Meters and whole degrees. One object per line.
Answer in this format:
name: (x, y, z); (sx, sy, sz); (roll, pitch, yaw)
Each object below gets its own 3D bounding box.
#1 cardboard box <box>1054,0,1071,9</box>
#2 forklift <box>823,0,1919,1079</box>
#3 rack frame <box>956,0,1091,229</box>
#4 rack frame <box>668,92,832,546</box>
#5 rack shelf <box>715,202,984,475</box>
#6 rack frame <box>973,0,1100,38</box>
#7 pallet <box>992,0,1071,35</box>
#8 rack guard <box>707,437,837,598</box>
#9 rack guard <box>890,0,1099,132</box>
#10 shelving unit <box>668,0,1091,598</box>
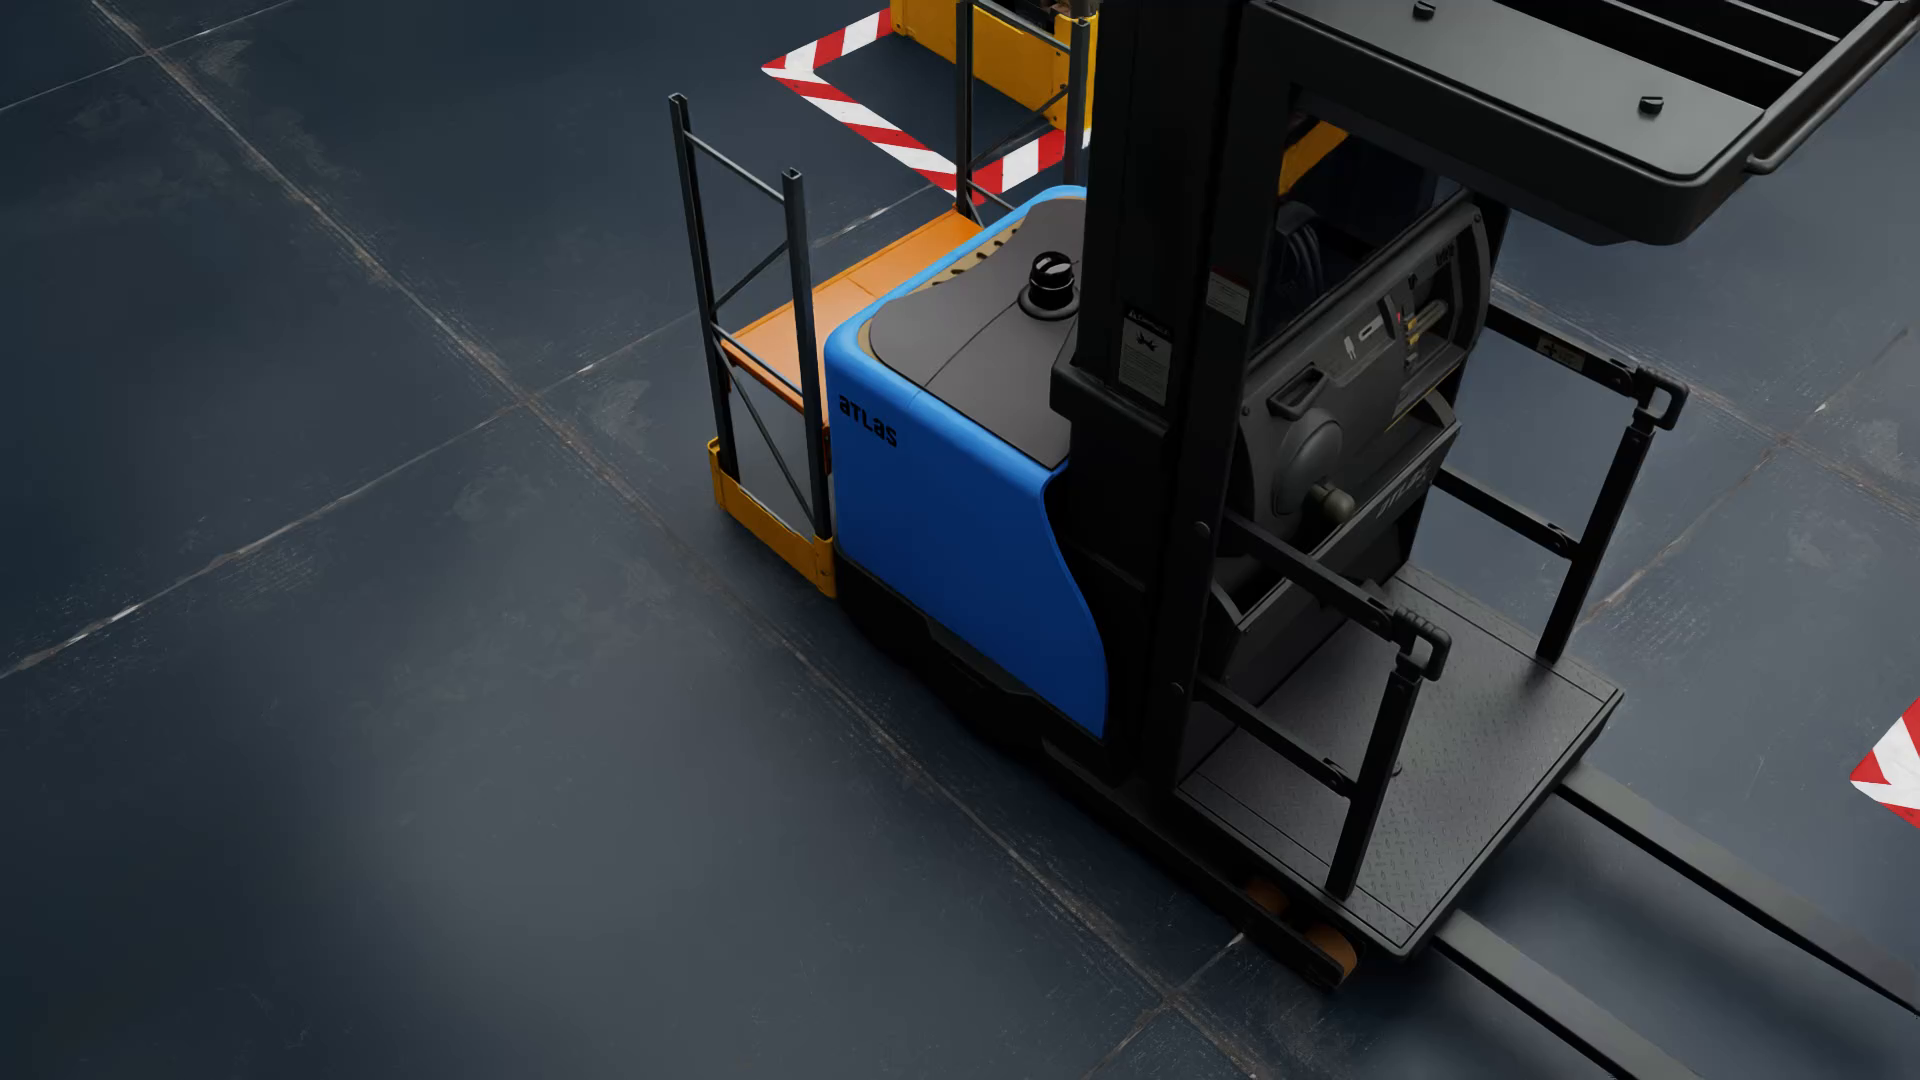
cardboard box: (0.627, -2.726, 7.182); (0.875, 0.438, 0.875); (-36, 57, -28)
forklift: (1.050, -0.307, 3.539); (3.031, 2.935, 1.130); (35, 56, 28)
rack frame: (0.171, -1.017, 5.168); (0.032, 1.500, 0.500); (-35, 56, -28)
rack frame: (-0.565, -0.501, 4.692); (0.032, 1.500, 0.500); (-35, 56, -28)
rack shelf: (-0.197, -0.637, 5.062); (1.000, 0.185, 0.538); (-35, 56, -28)
rack frame: (0.206, -3.071, 6.043); (0.127, 3.000, 1.000); (-34, 56, -27)
pallet: (0.745, -2.564, 7.472); (1.213, 0.211, 1.003); (-34, 56, -27)
rack guard: (-0.564, -0.078, 5.152); (0.087, 0.250, 0.587); (-35, 56, -28)
rack guard: (0.188, -2.212, 6.951); (0.348, 0.500, 1.175); (-34, 56, -27)
shelving unit: (-0.204, -0.754, 4.926); (1.083, 1.500, 0.587); (-35, 56, -28)
